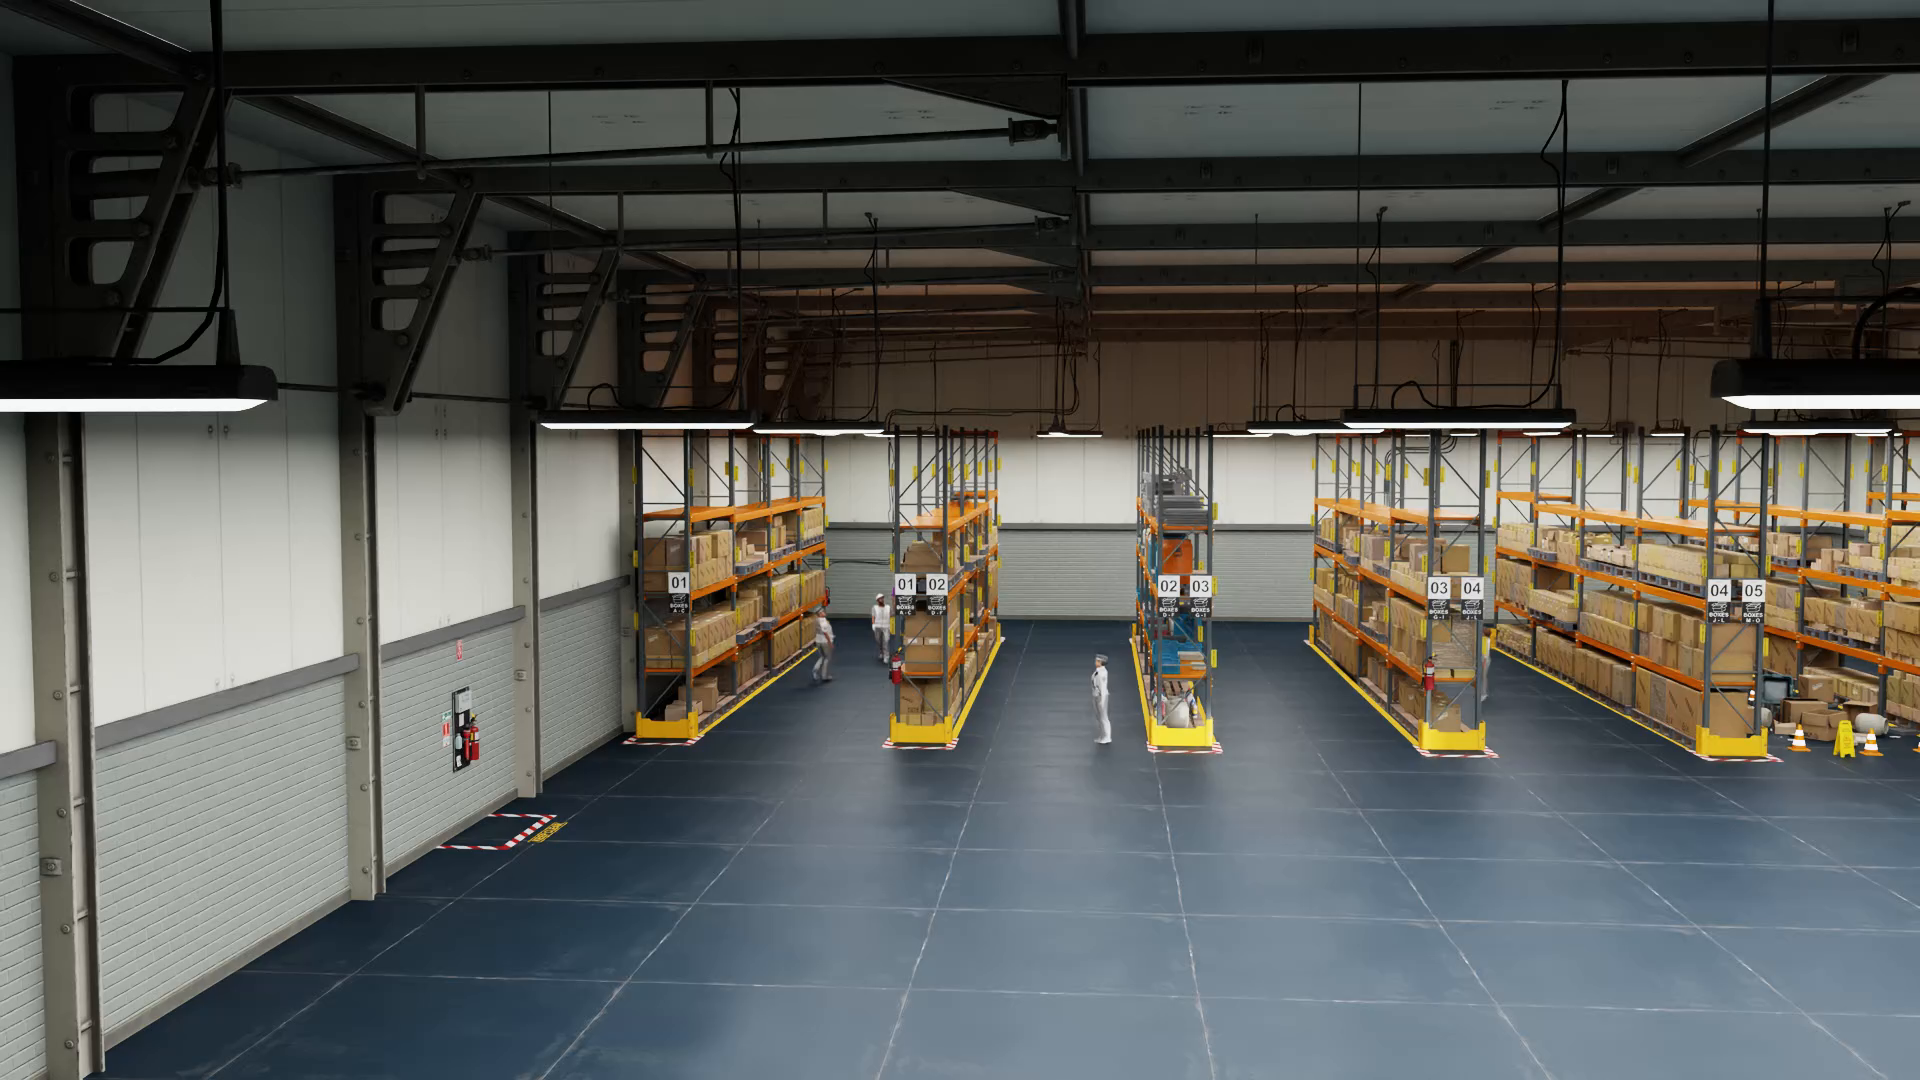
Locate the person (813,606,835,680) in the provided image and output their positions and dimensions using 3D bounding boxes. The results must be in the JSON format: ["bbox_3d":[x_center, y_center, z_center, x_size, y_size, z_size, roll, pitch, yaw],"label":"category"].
[{"bbox_3d":[-3.245,2.449,39.587,0.505,1.778,0.564,-3,5,-45],"label":"person"}]

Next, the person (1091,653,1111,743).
[{"bbox_3d":[2.659,3.005,31.415,0.375,1.725,0.576,-1,3,-10],"label":"person"}]

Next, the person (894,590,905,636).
[{"bbox_3d":[-1.619,1.938,48.535,0.598,1.807,0.459,-3,5,-44],"label":"person"}]

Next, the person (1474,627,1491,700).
[{"bbox_3d":[11.533,2.719,36.745,0.502,1.614,0.439,-1,4,-20],"label":"person"}]

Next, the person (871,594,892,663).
[{"bbox_3d":[-2.031,2.267,42.883,0.543,1.723,0.972,0,3,2],"label":"person"}]
